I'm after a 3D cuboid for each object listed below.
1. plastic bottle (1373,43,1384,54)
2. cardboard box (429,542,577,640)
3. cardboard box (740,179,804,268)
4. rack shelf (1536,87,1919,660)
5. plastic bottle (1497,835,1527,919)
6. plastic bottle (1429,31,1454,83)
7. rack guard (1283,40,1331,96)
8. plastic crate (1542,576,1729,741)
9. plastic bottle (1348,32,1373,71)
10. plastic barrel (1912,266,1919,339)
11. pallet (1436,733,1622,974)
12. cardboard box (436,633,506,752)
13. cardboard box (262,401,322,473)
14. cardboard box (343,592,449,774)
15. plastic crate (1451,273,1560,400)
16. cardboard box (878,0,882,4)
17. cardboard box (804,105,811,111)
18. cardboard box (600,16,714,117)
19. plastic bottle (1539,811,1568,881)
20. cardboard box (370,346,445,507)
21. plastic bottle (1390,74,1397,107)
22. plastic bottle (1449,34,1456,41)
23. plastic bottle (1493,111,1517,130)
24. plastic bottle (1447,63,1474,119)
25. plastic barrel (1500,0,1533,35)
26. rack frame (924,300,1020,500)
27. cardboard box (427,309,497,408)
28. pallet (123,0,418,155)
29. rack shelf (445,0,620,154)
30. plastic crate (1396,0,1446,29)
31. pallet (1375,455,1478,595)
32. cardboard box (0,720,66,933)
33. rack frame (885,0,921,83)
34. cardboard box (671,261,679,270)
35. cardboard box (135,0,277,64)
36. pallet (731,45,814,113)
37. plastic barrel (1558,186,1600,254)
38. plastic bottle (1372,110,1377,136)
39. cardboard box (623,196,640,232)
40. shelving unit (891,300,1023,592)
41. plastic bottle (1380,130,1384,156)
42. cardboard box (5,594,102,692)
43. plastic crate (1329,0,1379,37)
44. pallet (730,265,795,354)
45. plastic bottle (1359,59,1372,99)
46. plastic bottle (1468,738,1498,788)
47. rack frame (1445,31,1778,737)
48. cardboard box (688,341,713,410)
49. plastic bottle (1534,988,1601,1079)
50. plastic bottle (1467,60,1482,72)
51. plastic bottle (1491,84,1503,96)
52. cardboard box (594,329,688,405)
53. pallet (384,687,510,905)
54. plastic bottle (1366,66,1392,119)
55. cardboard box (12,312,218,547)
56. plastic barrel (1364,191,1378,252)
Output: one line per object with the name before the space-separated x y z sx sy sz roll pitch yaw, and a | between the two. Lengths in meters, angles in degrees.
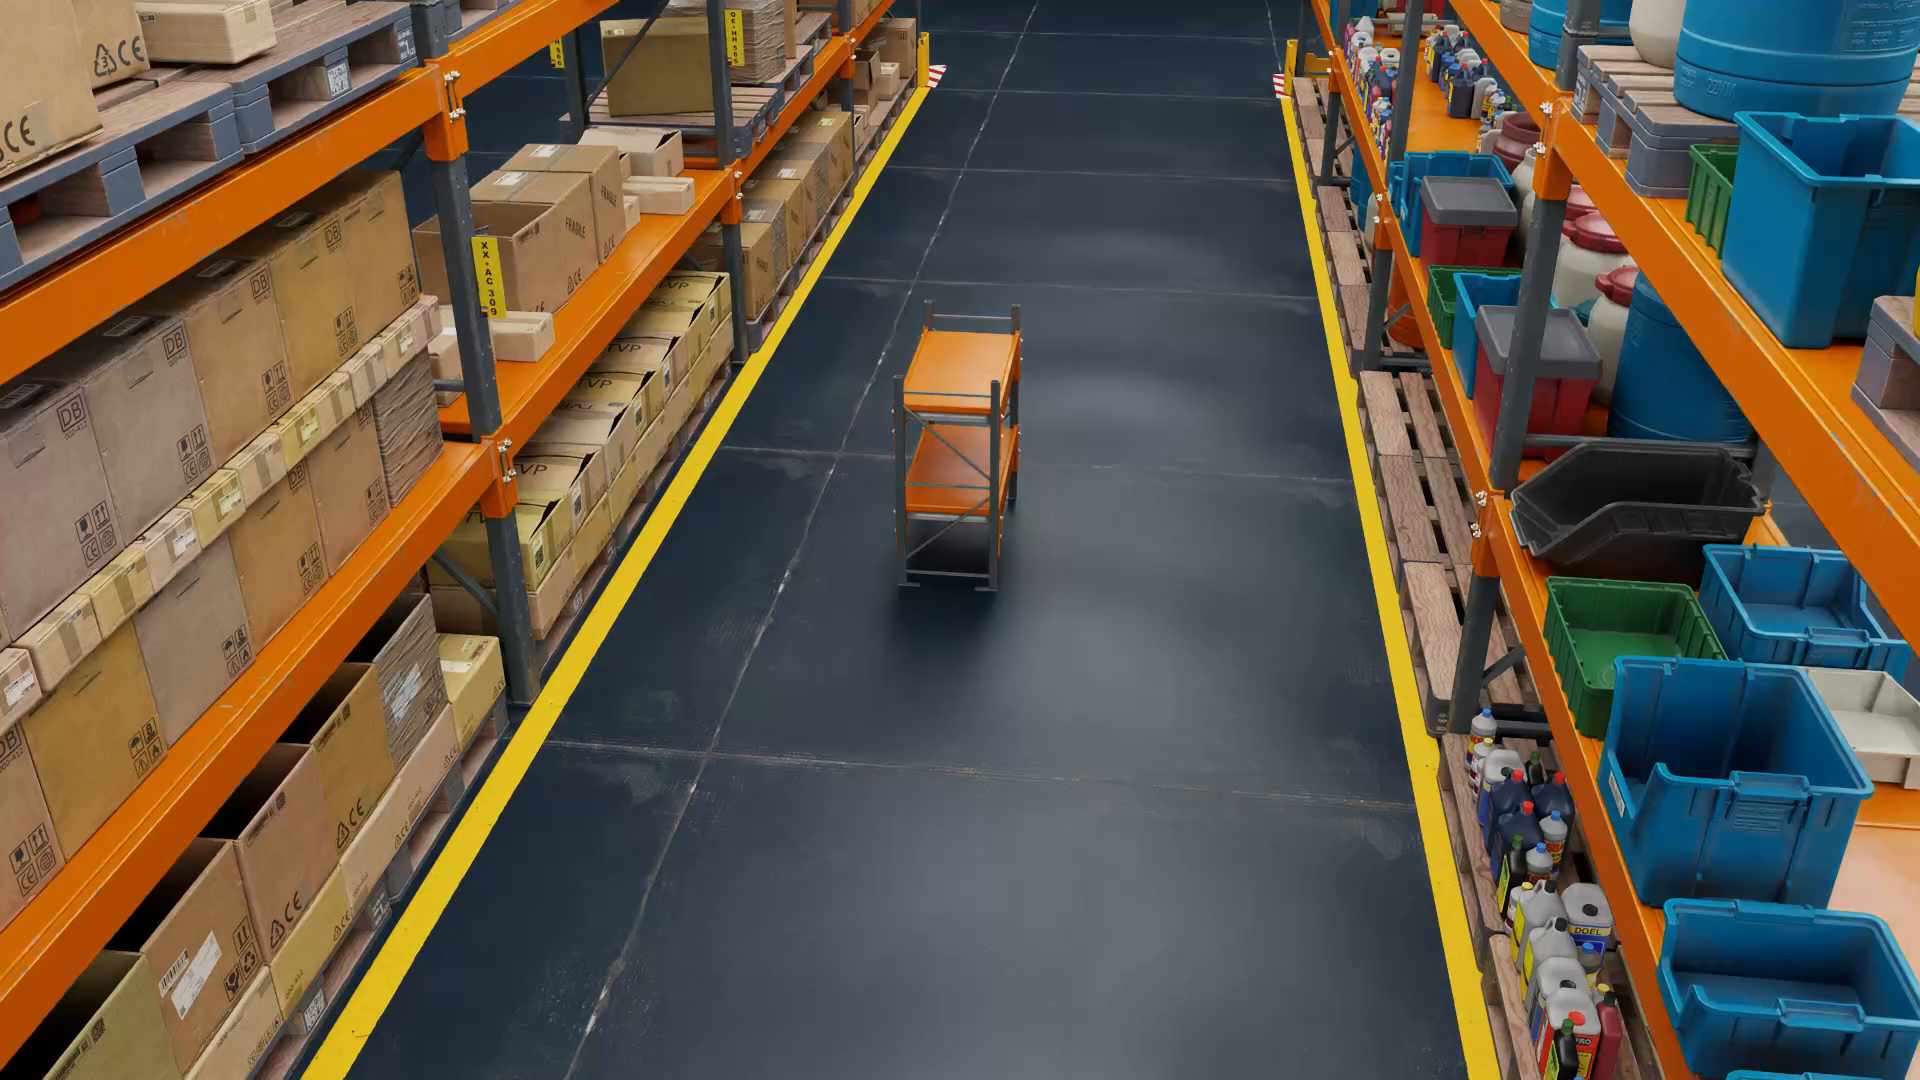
plastic bottle | 3.155 -3.660 12.590 0.097 0.201 0.097 0 28 0
cardboard box | -2.092 0.213 7.649 0.500 0.250 0.500 3 28 5
cardboard box | -1.433 -2.294 12.017 0.500 0.500 0.500 3 28 6
rack shelf | 2.283 -0.410 3.945 1.077 0.370 4.000 3 28 6
plastic bottle | 1.933 1.174 5.808 0.061 0.283 0.133 5 29 8
plastic bottle | 3.555 -3.562 12.250 0.144 0.351 0.185 3 28 6
rack guard | 3.989 -4.908 17.333 1.175 0.500 0.348 3 28 6
plastic crate | 2.082 0.368 5.128 0.450 0.188 0.662 3 28 6
plastic bottle | 3.029 -3.691 12.569 0.152 0.276 0.135 3 28 6
plastic barrel | 2.052 -0.597 2.892 0.600 0.588 0.600 0 28 0
pallet | 2.405 1.193 6.312 1.003 0.211 1.213 3 28 6
cardboard box | -2.227 0.619 6.894 0.500 0.250 0.500 3 28 6
cardboard box | -2.334 -0.348 5.444 0.380 0.149 0.250 3 28 6
cardboard box | -2.300 0.524 6.281 0.500 0.500 0.500 3 28 6
plastic crate | 2.355 -0.878 7.234 0.392 0.384 0.575 3 28 6
cardboard box | -0.951 -5.148 15.037 0.500 0.500 0.500 3 28 6
cardboard box | -1.619 -3.781 14.777 0.500 0.500 0.500 3 28 6
cardboard box | -1.932 -3.052 10.705 0.700 0.500 0.500 -6 29 -11
plastic bottle | 2.120 1.091 5.976 0.097 0.271 0.097 0 28 0
cardboard box | -2.435 -0.472 6.359 0.700 0.500 0.500 3 28 5
plastic bottle | 2.950 -3.011 11.300 0.061 0.283 0.133 3 28 6
plastic bottle | 3.736 -3.683 12.554 0.152 0.276 0.135 3 28 6
plastic bottle | 3.449 -2.579 10.505 0.152 0.276 0.135 3 28 6
plastic bottle | 3.418 -3.067 11.333 0.144 0.351 0.185 3 28 6
plastic barrel | 2.455 -2.449 6.442 0.600 0.901 0.600 0 28 0
rack frame | 0.063 -0.738 8.933 0.500 1.125 0.032 3 28 6
cardboard box | -2.370 -0.806 7.241 0.500 0.250 0.500 5 29 9
pallet | -2.466 -1.516 5.332 1.003 0.211 1.213 3 28 6
rack shelf | -2.142 -2.583 7.977 1.077 0.370 4.000 3 28 6
plastic crate | 3.867 -4.574 13.947 0.402 0.464 0.583 3 28 6
pallet | 2.733 -0.068 8.654 1.003 0.211 1.213 3 28 6
cardboard box | -2.748 0.735 4.118 0.700 0.500 0.500 4 29 8
rack frame | -0.917 -6.286 17.255 1.000 3.000 0.127 3 28 6
cardboard box | -2.016 -2.067 11.597 0.500 0.500 0.500 4 29 8
cardboard box | -2.264 -1.510 4.903 0.380 0.149 0.250 3 28 6
pallet | -1.663 -3.352 12.011 1.003 0.211 1.213 3 28 6
plastic barrel | 3.006 -1.394 8.032 0.433 0.535 0.433 0 28 0
plastic bottle | 2.765 -2.749 10.900 0.097 0.201 0.097 0 28 0
cardboard box | -1.998 -1.806 9.205 0.380 0.149 0.250 5 29 10
shelving unit | 0.001 -0.498 8.489 0.538 1.125 1.048 3 28 6
plastic bottle | 2.705 -2.520 10.475 0.097 0.201 0.097 0 28 0
cardboard box | -2.491 0.258 4.320 0.380 0.149 0.250 2 28 4
plastic crate | 3.227 -4.373 13.657 0.392 0.384 0.575 3 28 6
pallet | -1.768 -1.642 11.575 1.003 0.211 1.213 3 28 6
plastic bottle | 2.890 -3.263 11.780 0.097 0.271 0.097 0 28 0
plastic bottle | 2.042 0.863 6.473 0.097 0.201 0.097 0 28 0
rack frame | 2.528 -0.348 6.233 1.000 3.000 0.127 3 28 6
cardboard box | -1.779 -0.990 9.881 0.500 0.250 0.500 3 28 6
plastic bottle | 1.886 1.533 5.149 0.152 0.276 0.135 4 29 7
plastic bottle | 3.630 -3.273 11.793 0.152 0.276 0.135 3 28 6
plastic bottle | 3.579 -2.906 11.104 0.061 0.283 0.133 3 28 6
cardboard box | -1.839 -0.998 9.305 0.500 0.311 0.500 3 28 6
pallet | -2.526 0.962 6.742 1.003 0.211 1.213 3 28 6
plastic bottle | 2.845 -3.035 11.272 0.144 0.351 0.185 3 28 6
cardboard box | -2.620 -0.335 4.735 0.700 0.500 0.500 3 28 6
plastic barrel | 3.180 -2.354 12.137 0.421 0.512 0.421 0 28 0
